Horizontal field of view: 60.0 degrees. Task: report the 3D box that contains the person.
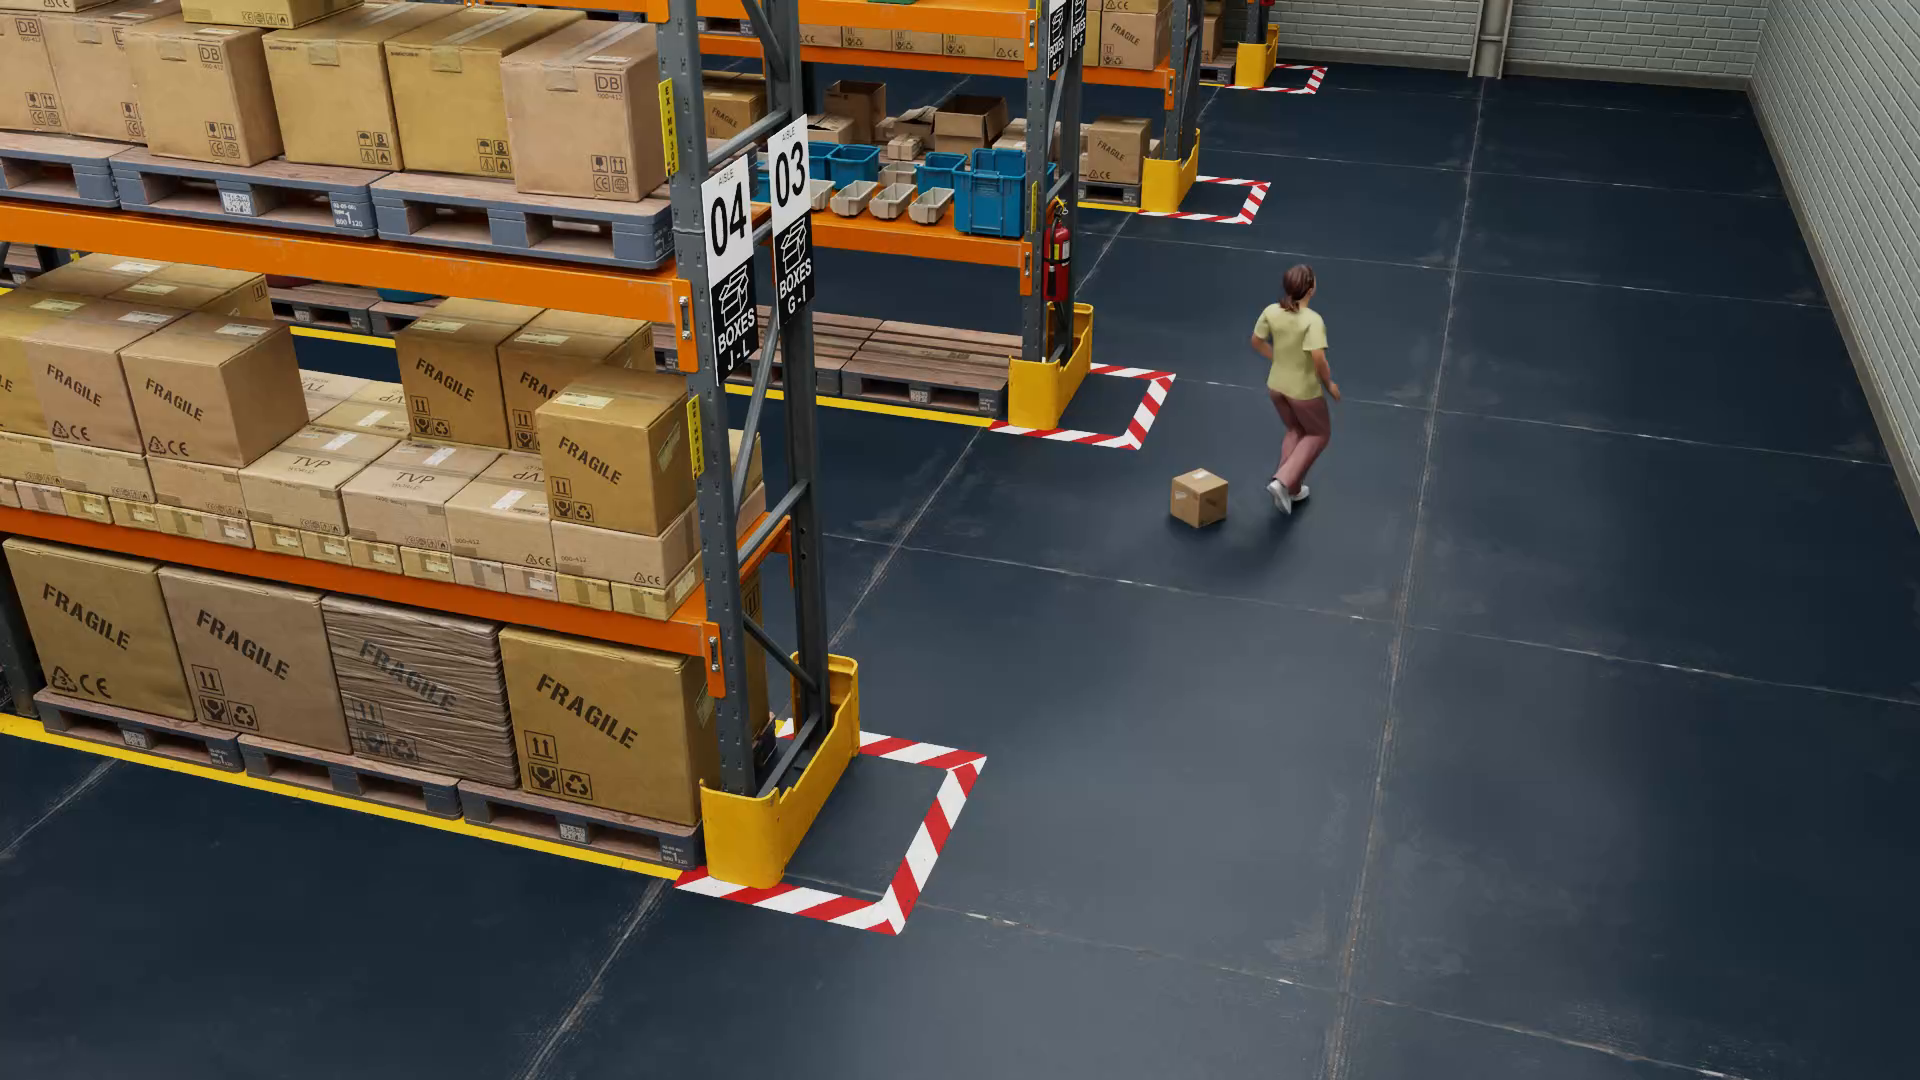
[{"bbox_3d":[2.051,-0.929,10.205,0.502,1.620,0.606,-25,38,-37],"label":"person"}]
